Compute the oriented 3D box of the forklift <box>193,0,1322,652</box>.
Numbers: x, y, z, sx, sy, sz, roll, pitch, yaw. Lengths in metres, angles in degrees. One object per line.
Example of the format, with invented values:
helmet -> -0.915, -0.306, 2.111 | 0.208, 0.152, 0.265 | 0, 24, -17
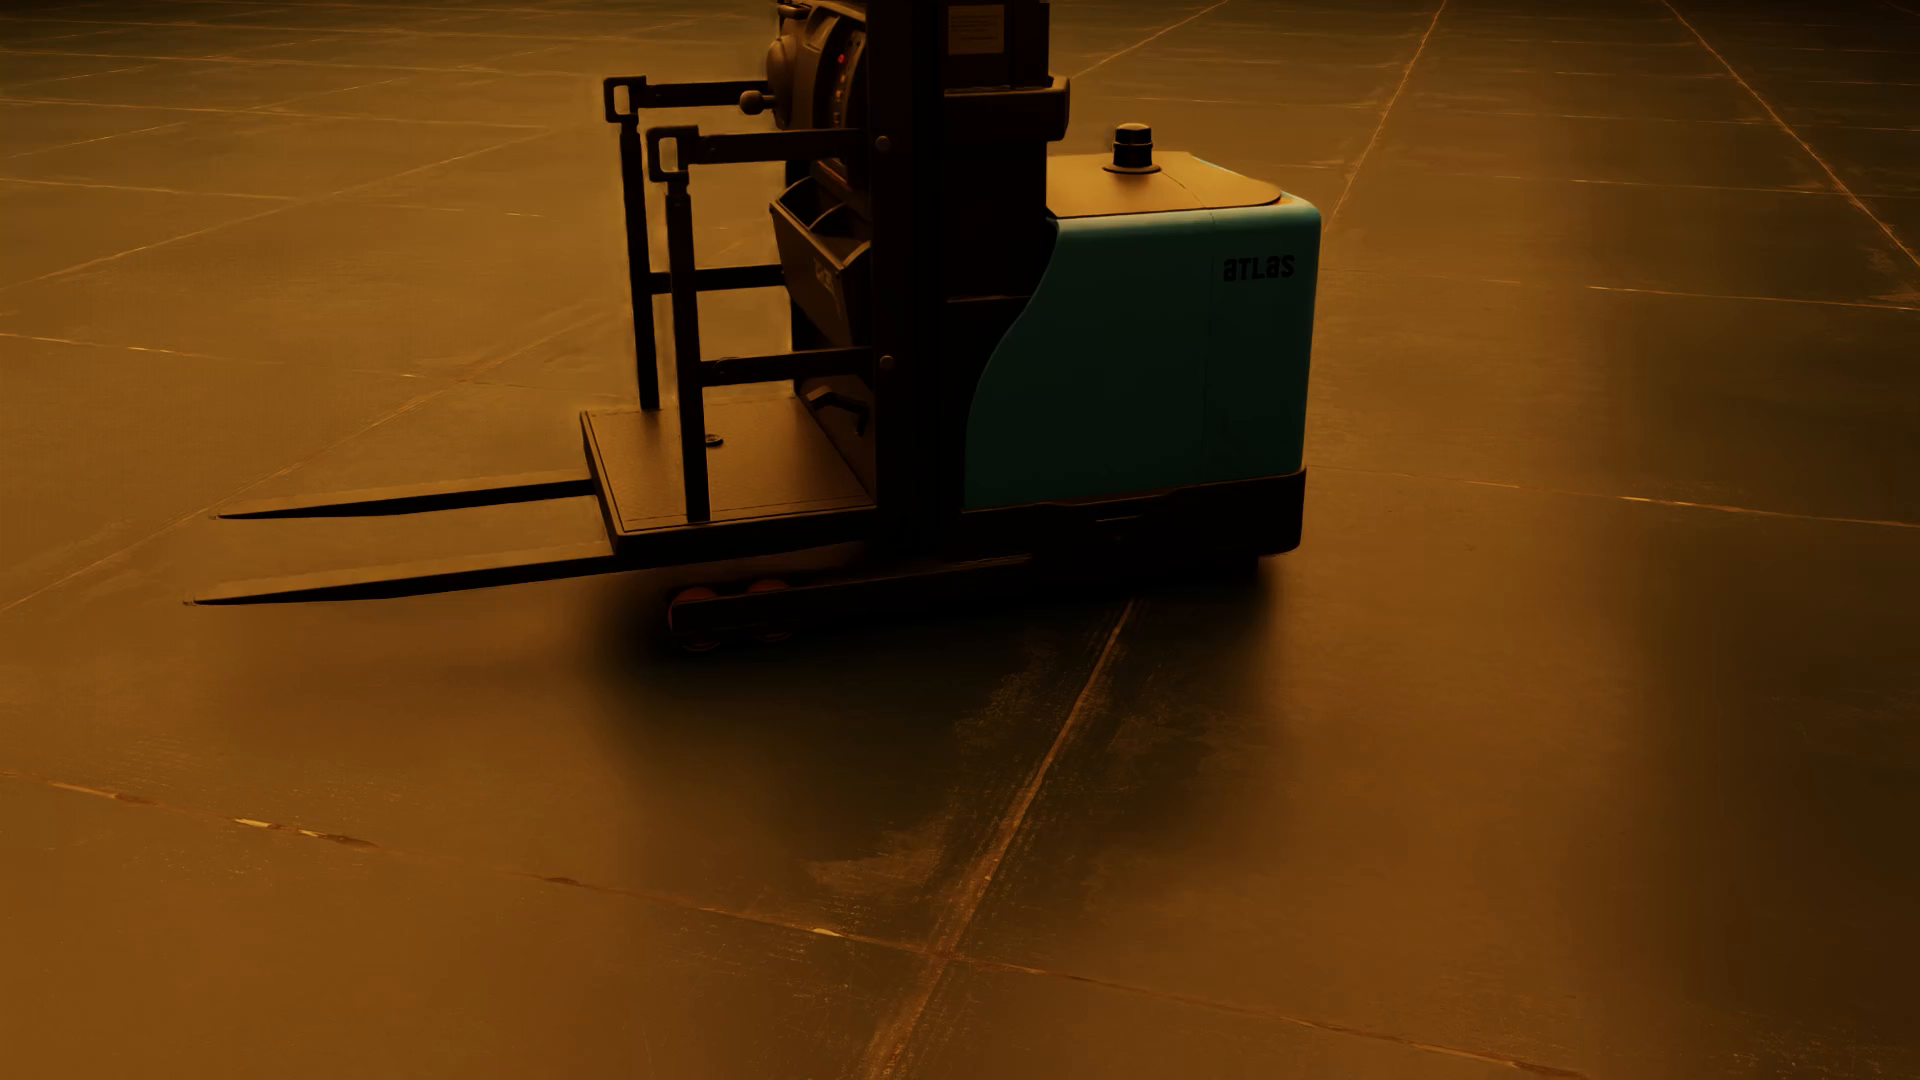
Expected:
forklift -> -0.568, -1.284, 4.390 | 3.031, 2.935, 1.130 | -7, 23, -16
